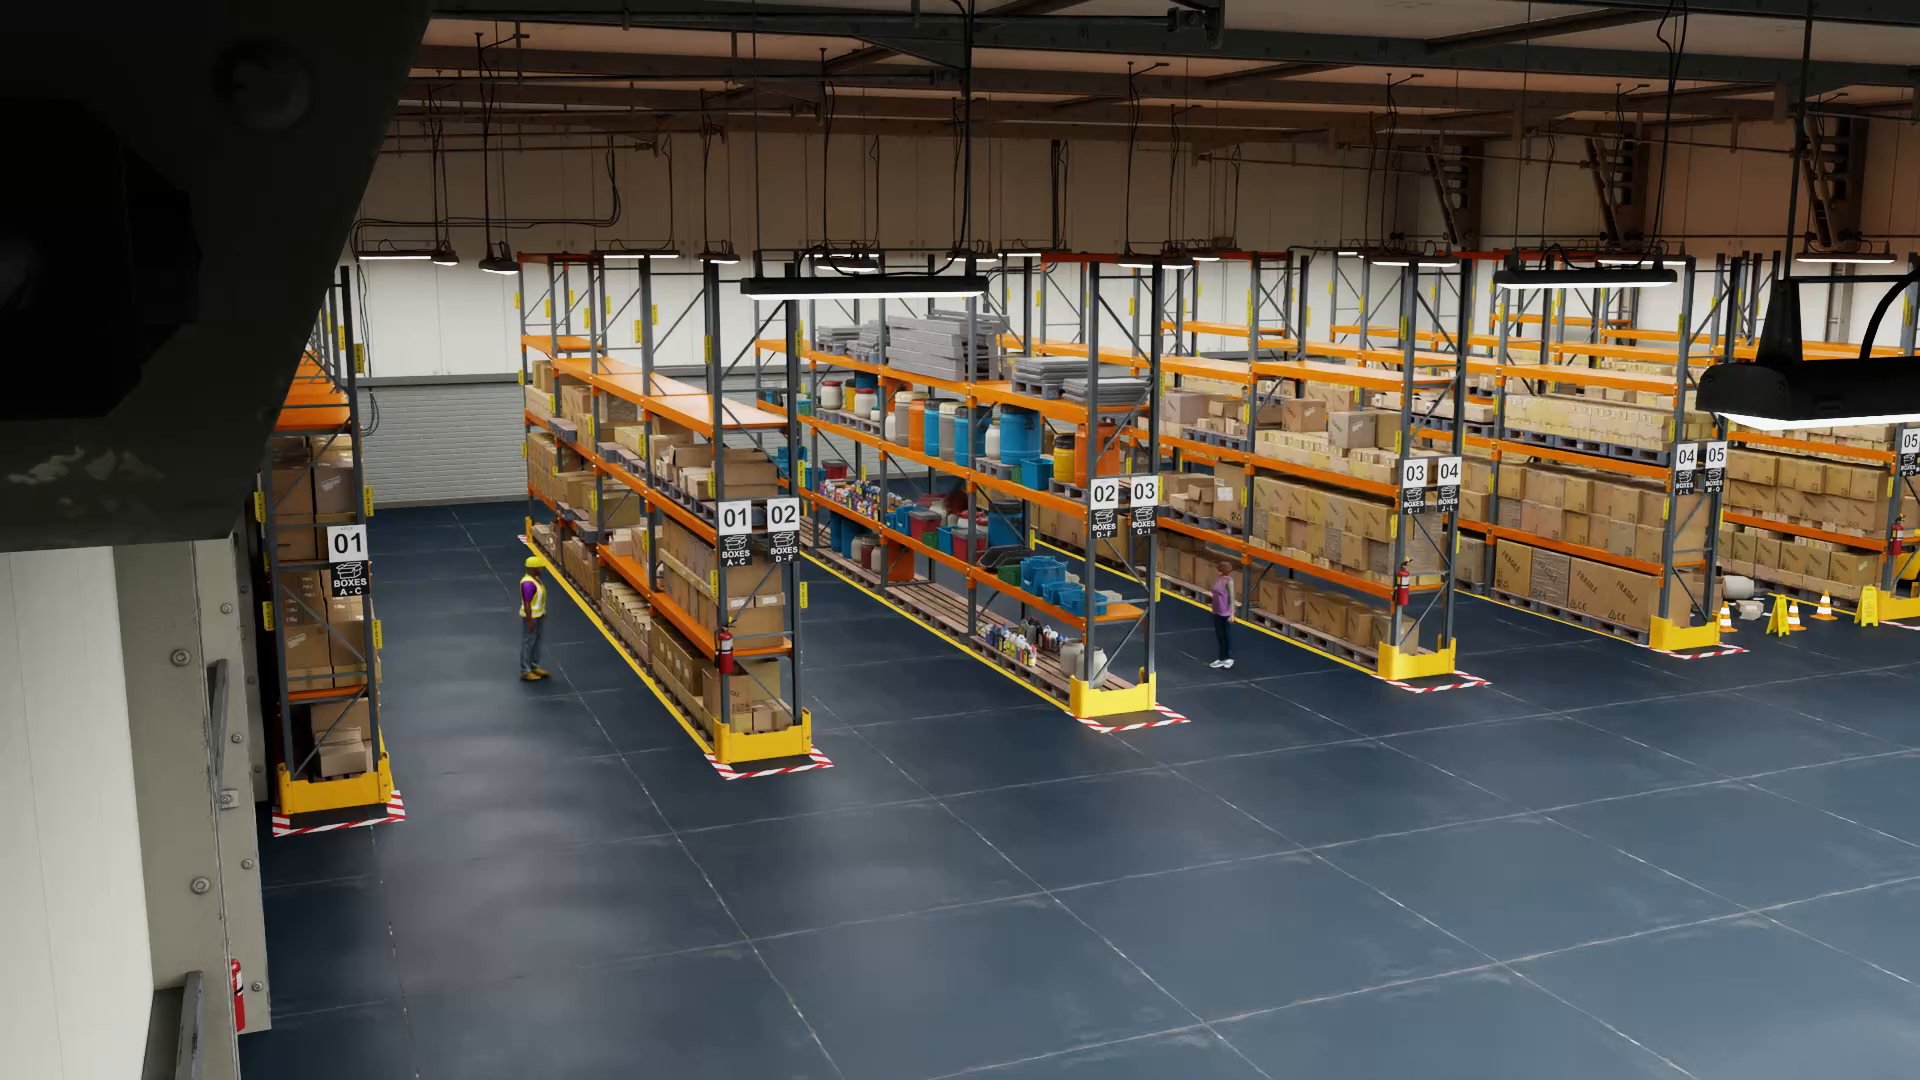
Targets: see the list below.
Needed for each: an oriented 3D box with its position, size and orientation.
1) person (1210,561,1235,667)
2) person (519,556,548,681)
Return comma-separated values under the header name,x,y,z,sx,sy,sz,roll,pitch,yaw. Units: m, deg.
name,x,y,z,sx,sy,sz,roll,pitch,yaw
person,3.925,1.108,24.576,0.385,1.622,0.499,-8,13,-36
person,-6.161,1.114,24.031,0.382,1.784,0.615,2,11,10
